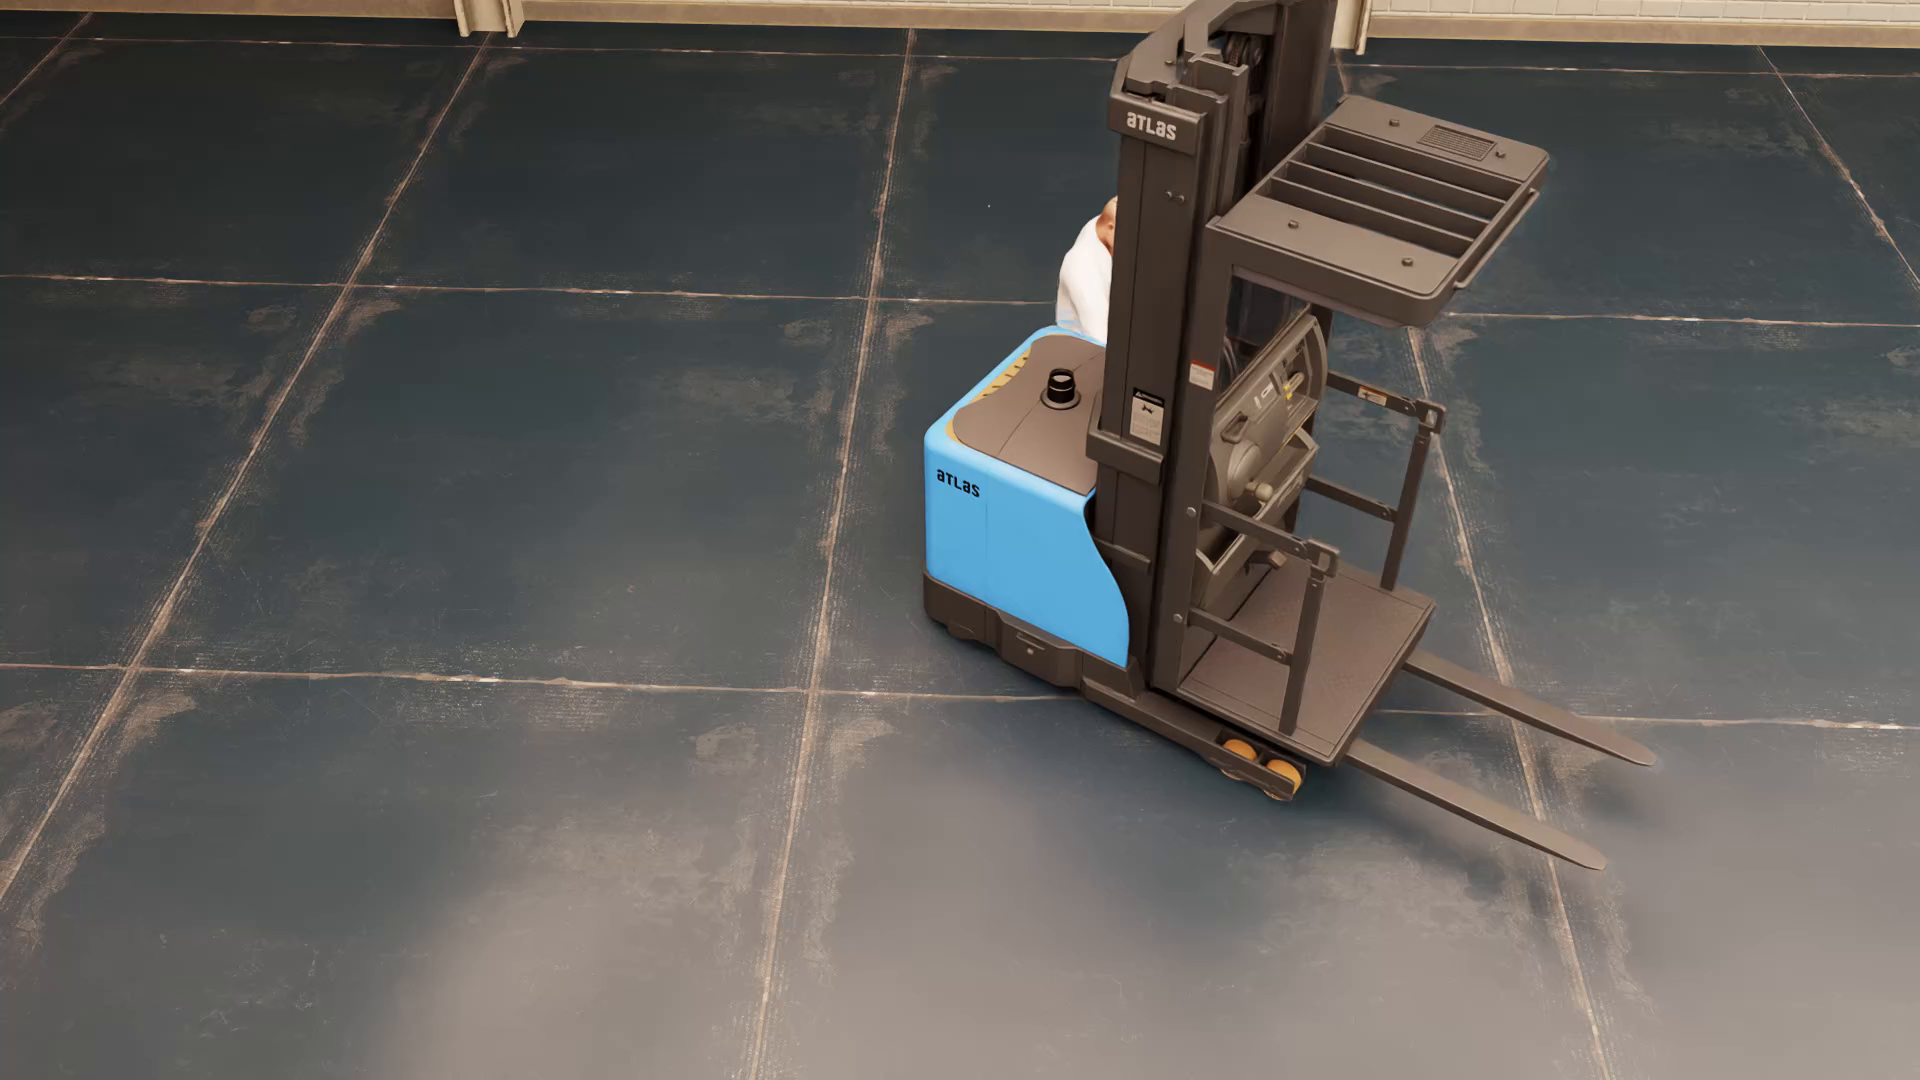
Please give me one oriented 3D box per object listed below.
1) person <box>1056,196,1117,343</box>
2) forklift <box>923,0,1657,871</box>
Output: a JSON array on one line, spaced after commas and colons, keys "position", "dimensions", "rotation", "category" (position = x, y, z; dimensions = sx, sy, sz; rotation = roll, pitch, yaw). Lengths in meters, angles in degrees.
[{"position": [0.832, -0.927, 7.810], "dimensions": [0.781, 1.573, 1.288], "rotation": [14, 44, 14], "category": "person"}, {"position": [1.343, -0.437, 6.221], "dimensions": [3.031, 2.935, 1.130], "rotation": [24, 48, 24], "category": "forklift"}]
